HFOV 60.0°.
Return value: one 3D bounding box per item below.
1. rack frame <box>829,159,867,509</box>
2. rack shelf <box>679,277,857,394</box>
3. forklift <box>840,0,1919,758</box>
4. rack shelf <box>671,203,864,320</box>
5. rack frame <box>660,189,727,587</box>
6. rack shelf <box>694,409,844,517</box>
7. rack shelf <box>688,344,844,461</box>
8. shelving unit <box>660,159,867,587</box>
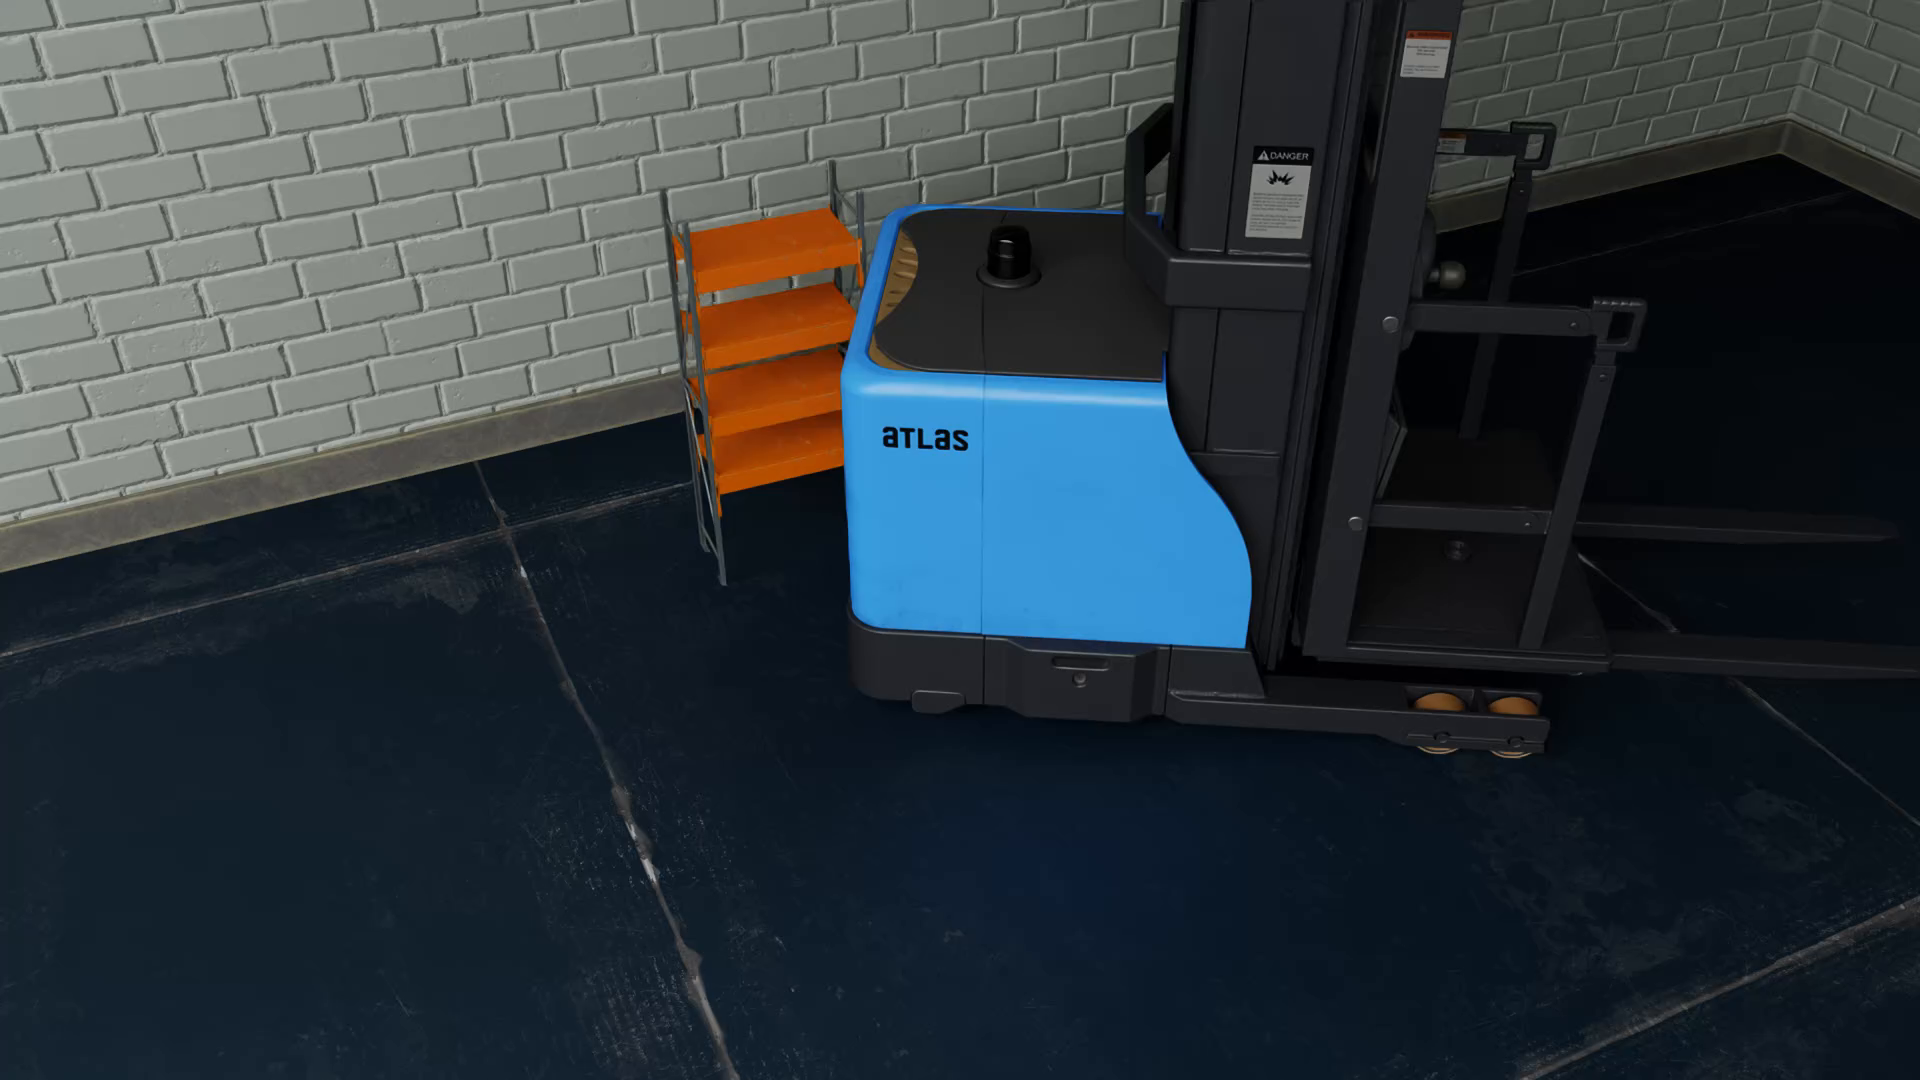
[{"bbox_3d":[-0.315,-0.523,4.947,0.015,1.200,0.240,-14,39,-19],"label":"rack frame"},{"bbox_3d":[-0.539,-0.591,4.776,0.480,0.148,0.258,-14,39,-19],"label":"rack shelf"},{"bbox_3d":[1.240,-0.924,4.035,3.031,2.935,1.130,3,37,4],"label":"forklift"},{"bbox_3d":[-0.539,-0.780,4.635,0.480,0.148,0.258,-14,39,-19],"label":"rack shelf"},{"bbox_3d":[-0.763,-0.407,4.792,0.015,1.200,0.240,-14,39,-19],"label":"rack frame"},{"bbox_3d":[-0.539,-0.251,5.028,0.480,0.148,0.258,-14,39,-19],"label":"rack shelf"},{"bbox_3d":[-0.539,-0.411,4.910,0.480,0.148,0.258,-14,39,-19],"label":"rack shelf"},{"bbox_3d":[-0.539,-0.465,4.870,0.503,1.200,0.258,-14,39,-19],"label":"shelving unit"}]
